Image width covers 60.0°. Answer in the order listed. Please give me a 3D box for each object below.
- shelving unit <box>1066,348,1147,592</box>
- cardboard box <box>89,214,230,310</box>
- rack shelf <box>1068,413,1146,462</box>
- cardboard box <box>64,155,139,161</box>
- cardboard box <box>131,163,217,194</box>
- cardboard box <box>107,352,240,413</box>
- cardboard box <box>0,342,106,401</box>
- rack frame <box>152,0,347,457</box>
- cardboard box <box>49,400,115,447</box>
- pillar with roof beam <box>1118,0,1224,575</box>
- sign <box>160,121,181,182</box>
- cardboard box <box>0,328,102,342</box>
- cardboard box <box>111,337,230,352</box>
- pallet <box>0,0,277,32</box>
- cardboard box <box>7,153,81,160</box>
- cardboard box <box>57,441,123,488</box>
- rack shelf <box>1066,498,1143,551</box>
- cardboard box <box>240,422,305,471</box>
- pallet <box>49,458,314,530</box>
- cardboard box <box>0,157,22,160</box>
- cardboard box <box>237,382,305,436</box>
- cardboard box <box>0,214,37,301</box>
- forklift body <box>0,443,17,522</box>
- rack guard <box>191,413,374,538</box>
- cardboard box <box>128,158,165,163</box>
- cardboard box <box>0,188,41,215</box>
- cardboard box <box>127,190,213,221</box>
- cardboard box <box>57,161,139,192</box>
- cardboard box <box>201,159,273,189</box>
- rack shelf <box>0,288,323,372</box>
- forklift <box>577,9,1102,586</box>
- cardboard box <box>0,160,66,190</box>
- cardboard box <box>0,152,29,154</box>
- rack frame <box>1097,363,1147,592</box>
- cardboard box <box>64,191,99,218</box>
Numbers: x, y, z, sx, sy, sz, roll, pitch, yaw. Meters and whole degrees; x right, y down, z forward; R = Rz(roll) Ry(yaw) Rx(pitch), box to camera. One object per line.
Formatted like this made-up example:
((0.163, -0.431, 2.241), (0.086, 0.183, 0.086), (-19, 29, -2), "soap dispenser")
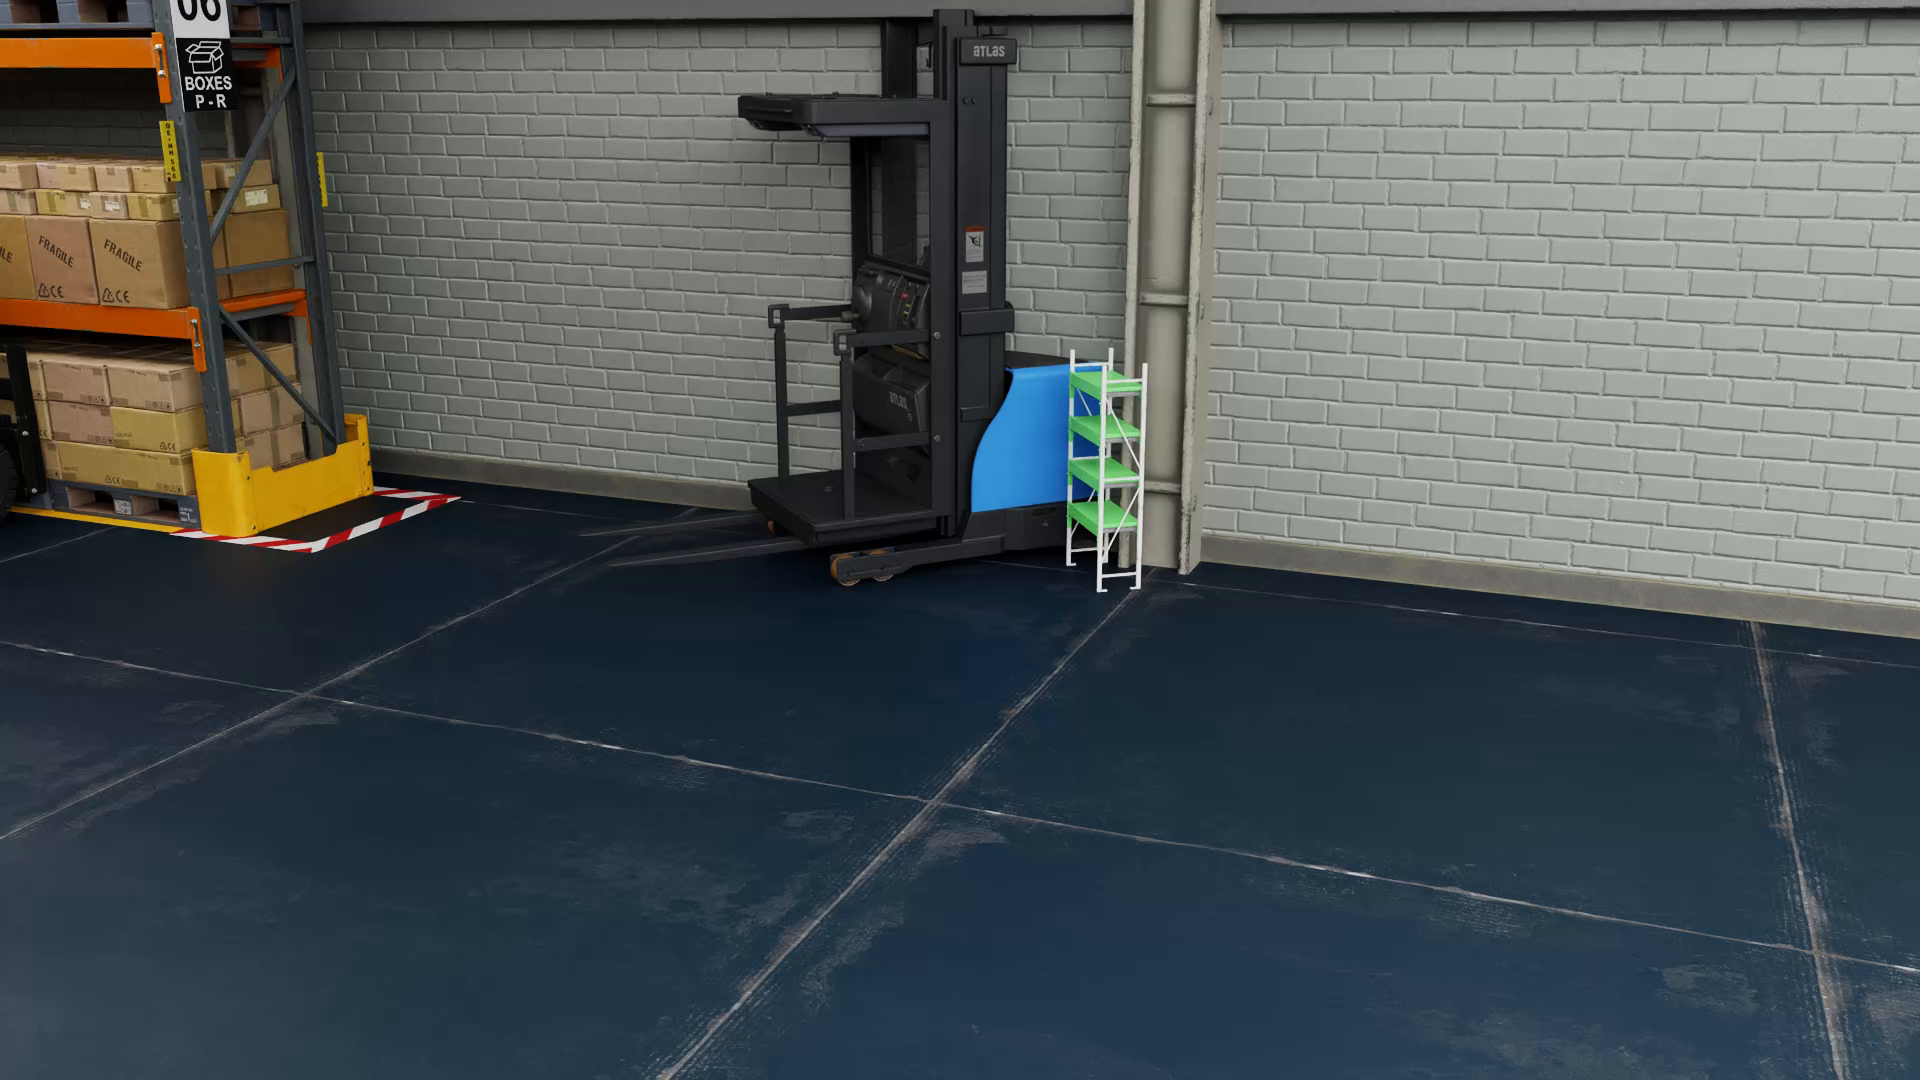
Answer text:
((0.770, -0.379, 8.826), (0.258, 1.200, 0.503), (-4, 17, -15), "shelving unit")
((-4.710, -1.651, 9.802), (0.500, 0.500, 0.500), (6, 17, 19), "cardboard box")
((0.770, -0.548, 8.776), (0.258, 0.148, 0.480), (-4, 17, -15), "rack shelf")
((-5.351, -2.322, 10.415), (0.250, 0.149, 0.380), (7, 18, 22), "cardboard box")
((-4.566, -2.105, 9.670), (0.250, 0.149, 0.380), (6, 17, 21), "cardboard box")
((-4.699, -0.949, 9.947), (0.500, 0.250, 0.500), (7, 18, 22), "cardboard box")
((-5.649, -1.048, 10.290), (0.500, 0.250, 0.500), (7, 17, 21), "cardboard box")
((-4.156, -1.621, 9.878), (0.127, 3.000, 1.000), (6, 17, 21), "rack frame")
((-5.186, -0.765, 10.211), (0.500, 0.250, 0.500), (6, 17, 20), "cardboard box")
((-0.471, -3.077, 4.131), (0.400, 9.000, 9.100), (6, 17, 21), "pillar with roof beam")
((-4.368, -2.152, 9.203), (0.005, 0.325, 0.100), (6, 17, 21), "sign")
((-5.935, -1.239, 10.947), (0.500, 0.250, 0.500), (6, 17, 20), "cardboard box")
((-5.000, -1.131, 10.574), (0.500, 0.250, 0.500), (6, 17, 21), "cardboard box")
((-4.804, -3.098, 9.744), (1.213, 0.211, 1.003), (6, 17, 21), "pallet")
((-5.818, -2.379, 10.611), (0.250, 0.149, 0.380), (6, 17, 21), "cardboard box")
((-5.168, -0.522, 10.269), (0.500, 0.250, 0.500), (6, 17, 21), "cardboard box")
((0.770, -0.087, 8.910), (0.258, 0.148, 0.480), (-4, 17, -15), "rack shelf")
((-4.541, -0.603, 10.550), (0.500, 0.250, 0.500), (6, 17, 21), "cardboard box")
((-4.883, -0.349, 10.498), (1.213, 0.211, 1.003), (6, 17, 21), "pallet")
((-5.996, -2.261, 10.205), (0.250, 0.149, 0.380), (7, 17, 21), "cardboard box")
((-4.517, -0.844, 10.484), (0.500, 0.250, 0.500), (7, 17, 22), "cardboard box")
((-5.666, -1.759, 10.174), (0.500, 0.500, 0.500), (6, 17, 20), "cardboard box")
((-6.589, -0.934, 9.034), (1.214, 2.155, 2.313), (6, 17, 21), "forklift body")
((-4.134, -0.418, 10.218), (0.348, 0.500, 1.175), (6, 17, 21), "rack guard")
((-4.872, -2.272, 10.244), (0.250, 0.149, 0.380), (7, 17, 22), "cardboard box")
((-5.541, -2.048, 10.004), (0.250, 0.149, 0.380), (6, 17, 19), "cardboard box")
((-4.581, -1.943, 9.645), (0.250, 0.149, 0.380), (7, 17, 21), "cardboard box")
((-5.061, -2.142, 9.797), (0.250, 0.149, 0.380), (7, 17, 22), "cardboard box")
((-4.390, -2.213, 10.041), (0.250, 0.149, 0.380), (6, 17, 20), "cardboard box")
((-6.016, -1.480, 10.683), (4.000, 0.370, 1.077), (6, 17, 21), "rack shelf")
((-0.565, -1.331, 9.002), (3.031, 2.935, 1.130), (-8, 18, -25), "forklift")
((-5.548, -2.185, 9.944), (0.250, 0.149, 0.380), (7, 18, 22), "cardboard box")
((-6.290, -2.439, 10.818), (0.250, 0.149, 0.380), (6, 17, 20), "cardboard box")
((0.836, -0.313, 8.600), (0.240, 1.200, 0.015), (-4, 17, -15), "rack frame")
((-5.049, -2.004, 9.855), (0.250, 0.149, 0.380), (7, 17, 22), "cardboard box")
